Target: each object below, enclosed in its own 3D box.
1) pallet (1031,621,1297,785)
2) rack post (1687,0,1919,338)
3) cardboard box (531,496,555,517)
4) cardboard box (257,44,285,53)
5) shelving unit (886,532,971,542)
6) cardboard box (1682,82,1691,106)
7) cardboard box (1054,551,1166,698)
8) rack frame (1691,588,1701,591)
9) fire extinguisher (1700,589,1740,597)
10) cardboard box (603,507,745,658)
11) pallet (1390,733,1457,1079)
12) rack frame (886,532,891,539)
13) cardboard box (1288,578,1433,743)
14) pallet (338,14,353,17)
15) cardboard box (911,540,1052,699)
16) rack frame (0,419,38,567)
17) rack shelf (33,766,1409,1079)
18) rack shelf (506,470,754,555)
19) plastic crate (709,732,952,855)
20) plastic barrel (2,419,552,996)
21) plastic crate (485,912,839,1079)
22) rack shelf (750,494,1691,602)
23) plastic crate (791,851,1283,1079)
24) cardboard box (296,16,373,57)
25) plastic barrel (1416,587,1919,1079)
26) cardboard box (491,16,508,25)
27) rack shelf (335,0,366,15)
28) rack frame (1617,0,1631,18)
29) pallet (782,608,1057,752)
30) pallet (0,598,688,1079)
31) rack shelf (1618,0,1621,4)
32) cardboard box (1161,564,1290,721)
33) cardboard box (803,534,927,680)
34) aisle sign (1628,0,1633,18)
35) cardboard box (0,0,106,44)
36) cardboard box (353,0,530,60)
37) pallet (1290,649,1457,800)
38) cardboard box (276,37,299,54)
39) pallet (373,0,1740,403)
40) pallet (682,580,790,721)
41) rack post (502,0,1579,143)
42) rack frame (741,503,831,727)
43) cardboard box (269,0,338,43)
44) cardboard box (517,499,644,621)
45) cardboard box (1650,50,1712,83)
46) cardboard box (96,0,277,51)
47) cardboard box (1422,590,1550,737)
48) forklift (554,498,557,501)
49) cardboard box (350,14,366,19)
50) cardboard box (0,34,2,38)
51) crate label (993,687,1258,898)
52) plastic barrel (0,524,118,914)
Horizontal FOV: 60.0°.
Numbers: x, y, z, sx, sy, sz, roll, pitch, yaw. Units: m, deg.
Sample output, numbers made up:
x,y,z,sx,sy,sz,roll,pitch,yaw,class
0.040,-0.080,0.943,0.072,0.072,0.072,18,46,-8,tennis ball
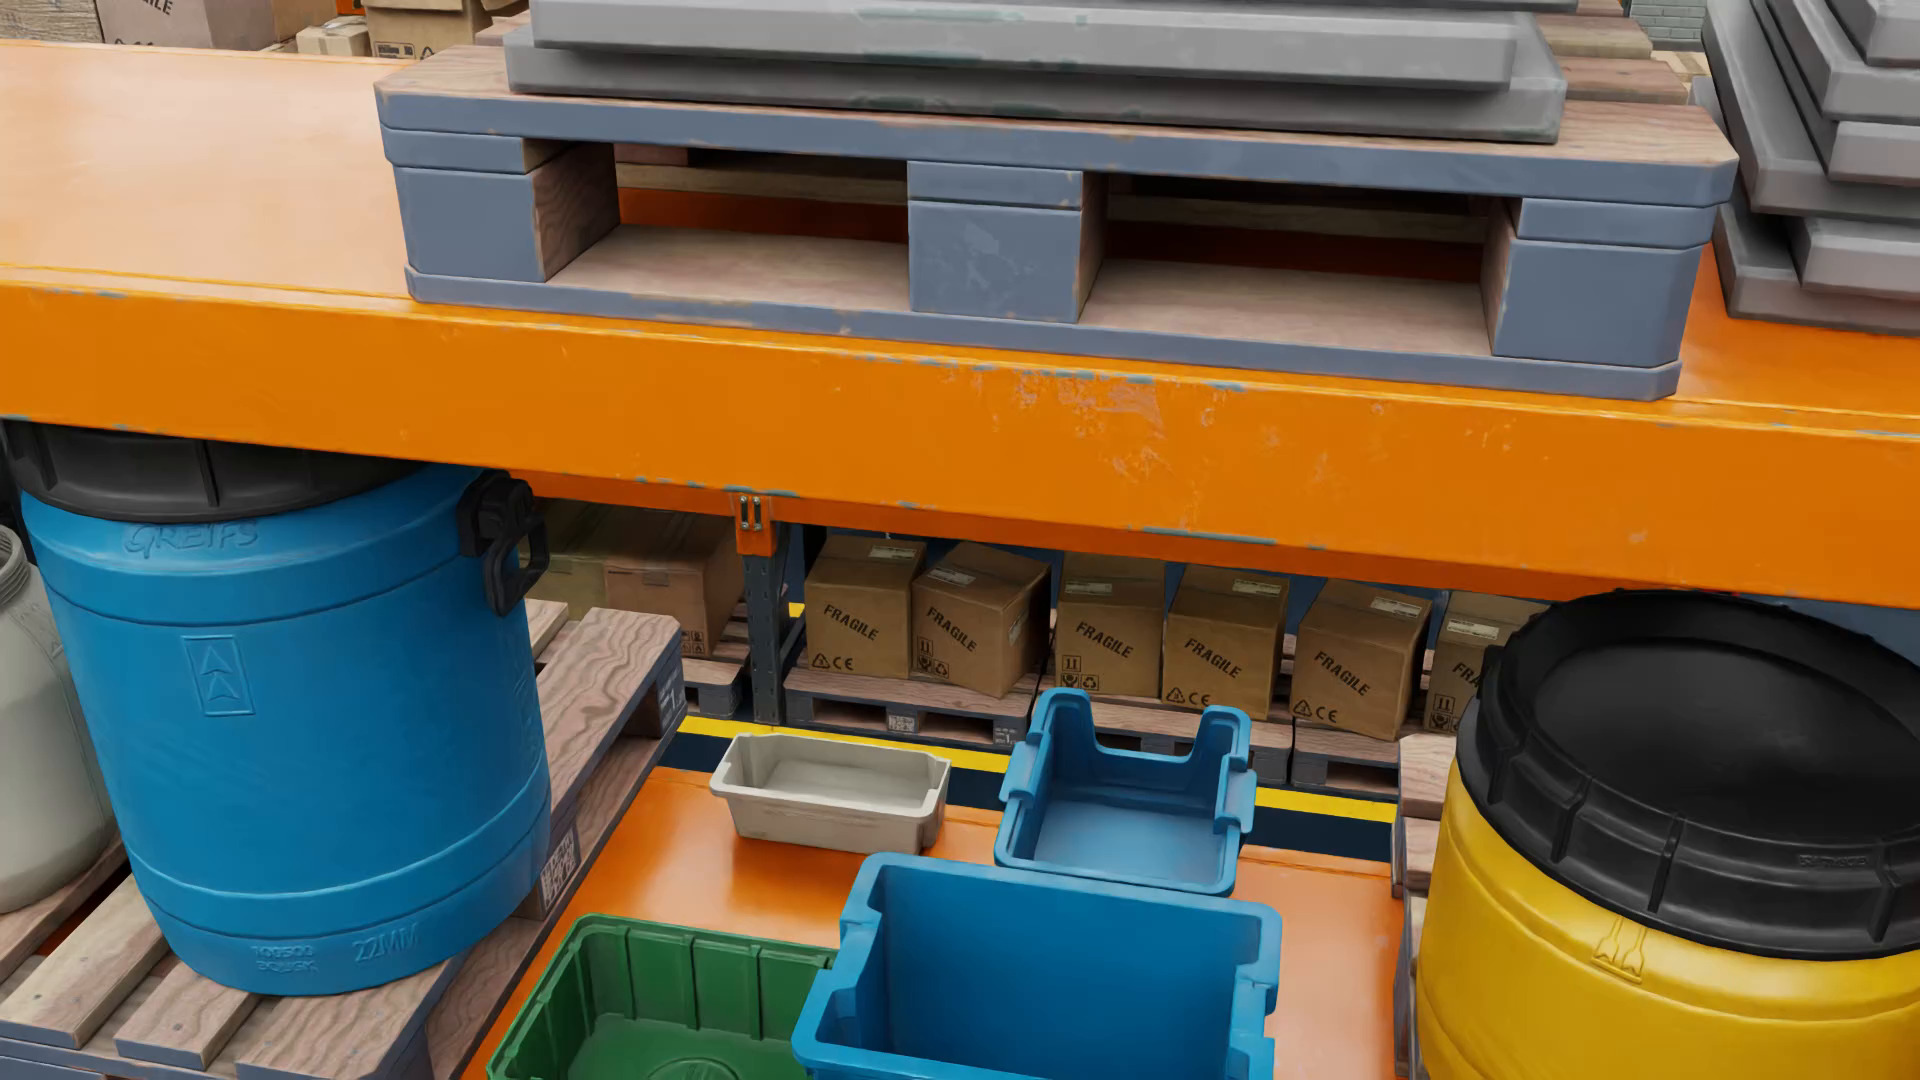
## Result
x,y,z,sx,sy,sz,roll,pitch,yaw,class
1.022,0.748,8.164,1.213,0.211,1.003,6,29,11,pallet
1.326,-0.468,1.754,0.954,0.300,0.937,9,30,16,rack post
-2.444,0.072,8.640,0.500,0.500,0.700,3,29,6,cardboard box
-3.337,-2.033,7.372,0.500,0.250,0.500,6,29,12,cardboard box
-0.162,-0.543,9.492,0.503,1.200,0.258,6,29,11,shelving unit
2.736,-1.552,6.079,0.250,0.149,0.380,6,29,11,cardboard box
0.729,0.403,8.055,0.500,0.500,0.500,3,29,6,cardboard box
3.073,-0.246,7.076,0.127,3.000,1.000,6,29,11,rack frame
3.089,0.016,6.678,0.183,0.674,0.296,6,29,11,fire extinguisher
-1.435,0.185,8.434,0.500,0.500,0.700,4,29,7,cardboard box
1.250,0.718,2.387,1.213,0.211,1.003,6,29,11,pallet
-0.401,-0.567,9.537,0.015,1.200,0.240,6,29,11,rack frame
1.874,0.552,7.784,0.500,0.500,0.500,14,32,24,cardboard box
-8.618,-7.526,23.277,1.213,0.211,1.003,6,29,11,pallet
0.106,0.378,8.102,0.500,0.500,0.500,16,32,26,cardboard box
-1.873,-0.953,2.119,0.127,3.000,1.000,6,29,11,rack frame
0.083,0.879,2.646,4.000,0.370,1.077,6,29,11,rack shelf
-2.795,-0.532,8.347,4.000,0.370,1.077,6,29,11,rack shelf
-0.219,0.450,2.955,0.396,0.136,0.243,6,29,11,plastic crate
-0.922,0.109,2.344,0.708,0.901,0.600,6,29,11,plastic barrel
-0.387,0.742,2.368,0.450,0.188,0.336,6,29,11,plastic crate
1.117,-0.131,7.615,4.000,0.370,1.077,6,29,11,rack shelf
0.111,0.722,2.202,0.575,0.384,0.392,6,29,11,plastic crate
-2.693,-2.186,7.301,0.250,0.166,0.380,5,29,9,cardboard box
0.897,0.443,2.060,0.600,0.588,0.600,0,29,0,plastic barrel
-1.779,-2.135,7.106,0.258,0.266,0.396,7,29,12,cardboard box
-4.637,-5.587,17.581,4.000,0.370,1.077,6,29,11,rack shelf
4.208,-2.565,11.312,0.127,3.000,1.000,6,29,11,rack frame
-0.175,0.627,8.385,1.213,0.211,1.003,6,29,11,pallet
-1.147,0.473,2.836,1.003,0.211,1.213,6,29,11,pallet
2.252,-3.766,11.131,4.000,0.370,1.077,6,29,11,rack shelf
1.266,0.480,7.915,0.500,0.500,0.500,9,30,15,cardboard box
-0.456,0.324,8.200,0.500,0.500,0.500,5,29,9,cardboard box
4.214,-3.557,10.417,0.004,0.787,0.394,6,29,11,aisle sign
-3.849,-2.407,7.274,0.500,0.500,0.500,6,29,11,cardboard box
-2.199,-2.380,7.305,0.637,0.503,0.797,7,29,13,cardboard box
2.212,0.871,7.938,1.213,0.211,1.003,6,29,11,pallet
-3.256,-2.271,7.806,0.500,0.250,0.500,7,29,12,cardboard box
0.136,-0.503,1.912,1.213,0.211,1.003,6,29,11,pallet
-1.600,0.499,8.619,1.213,0.211,1.003,6,29,11,pallet
0.137,-0.698,1.733,0.954,0.300,0.937,5,29,10,rack post
-0.839,-0.647,7.808,0.127,3.000,1.000,6,29,11,rack frame
-3.247,-2.594,7.615,0.500,0.500,0.500,6,29,11,cardboard box
-1.897,0.128,8.537,0.500,0.500,0.700,6,29,10,cardboard box
2.852,-1.807,6.544,0.250,0.149,0.380,6,29,10,cardboard box
-3.356,-2.359,7.188,0.500,0.500,0.500,5,29,9,cardboard box
2.466,0.596,7.704,0.500,0.500,0.500,11,31,20,cardboard box
-3.405,-1.860,10.096,3.031,2.935,1.130,10,30,17,forklift
-5.970,-5.331,18.139,0.875,0.875,0.875,7,29,12,cardboard box
-4.345,-2.459,7.370,0.500,0.500,0.500,6,29,11,cardboard box
0.277,0.487,2.769,0.408,0.251,0.502,6,29,11,crate label
-1.493,0.265,2.464,0.421,0.512,0.421,0,29,0,plastic barrel
